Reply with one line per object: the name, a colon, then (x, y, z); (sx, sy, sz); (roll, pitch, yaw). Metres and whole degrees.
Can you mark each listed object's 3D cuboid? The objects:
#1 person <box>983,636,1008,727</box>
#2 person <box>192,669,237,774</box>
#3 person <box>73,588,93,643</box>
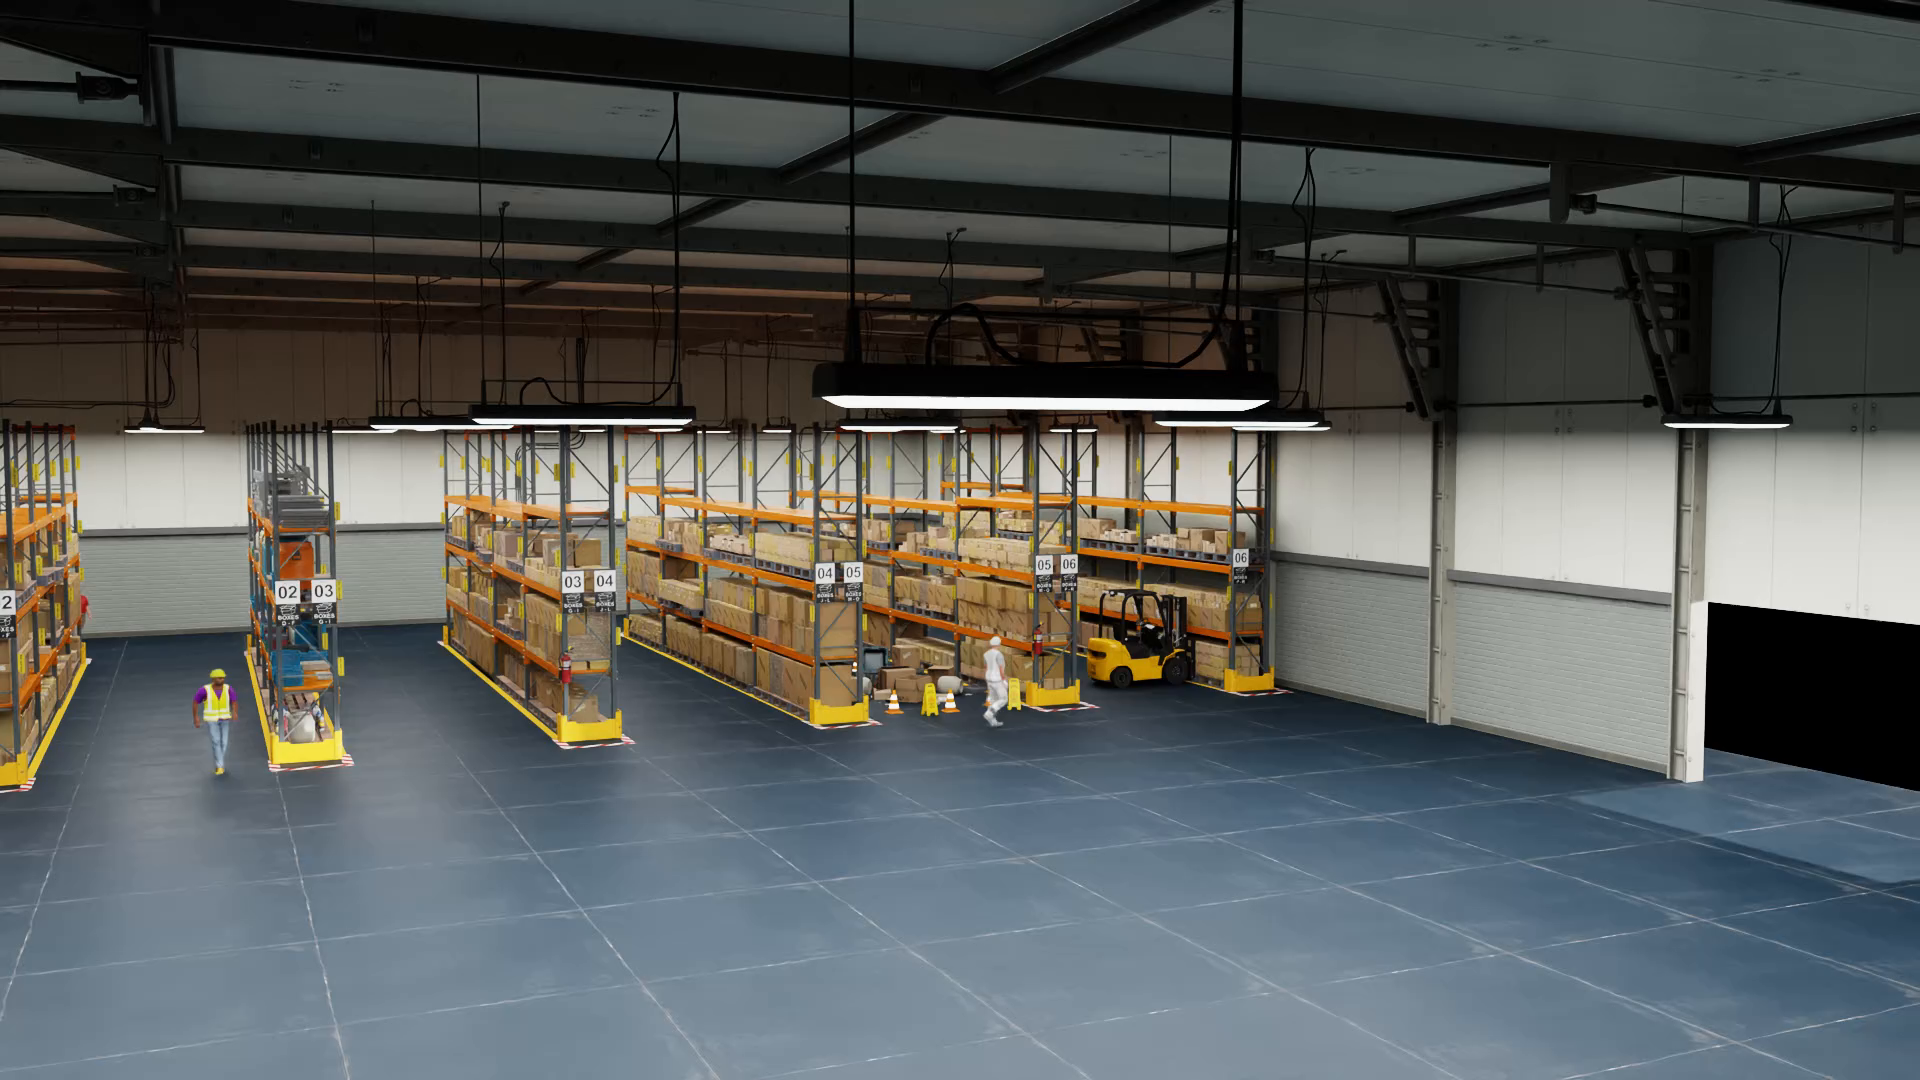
person: (0.703, 2.773, 32.598); (0.371, 1.790, 0.559); (-2, 4, -27)
person: (-12.680, 3.116, 28.409); (0.675, 1.811, 0.735); (-3, 5, -42)
person: (-23.639, 2.078, 44.580); (1.112, 1.656, 0.580); (3, 4, 37)
